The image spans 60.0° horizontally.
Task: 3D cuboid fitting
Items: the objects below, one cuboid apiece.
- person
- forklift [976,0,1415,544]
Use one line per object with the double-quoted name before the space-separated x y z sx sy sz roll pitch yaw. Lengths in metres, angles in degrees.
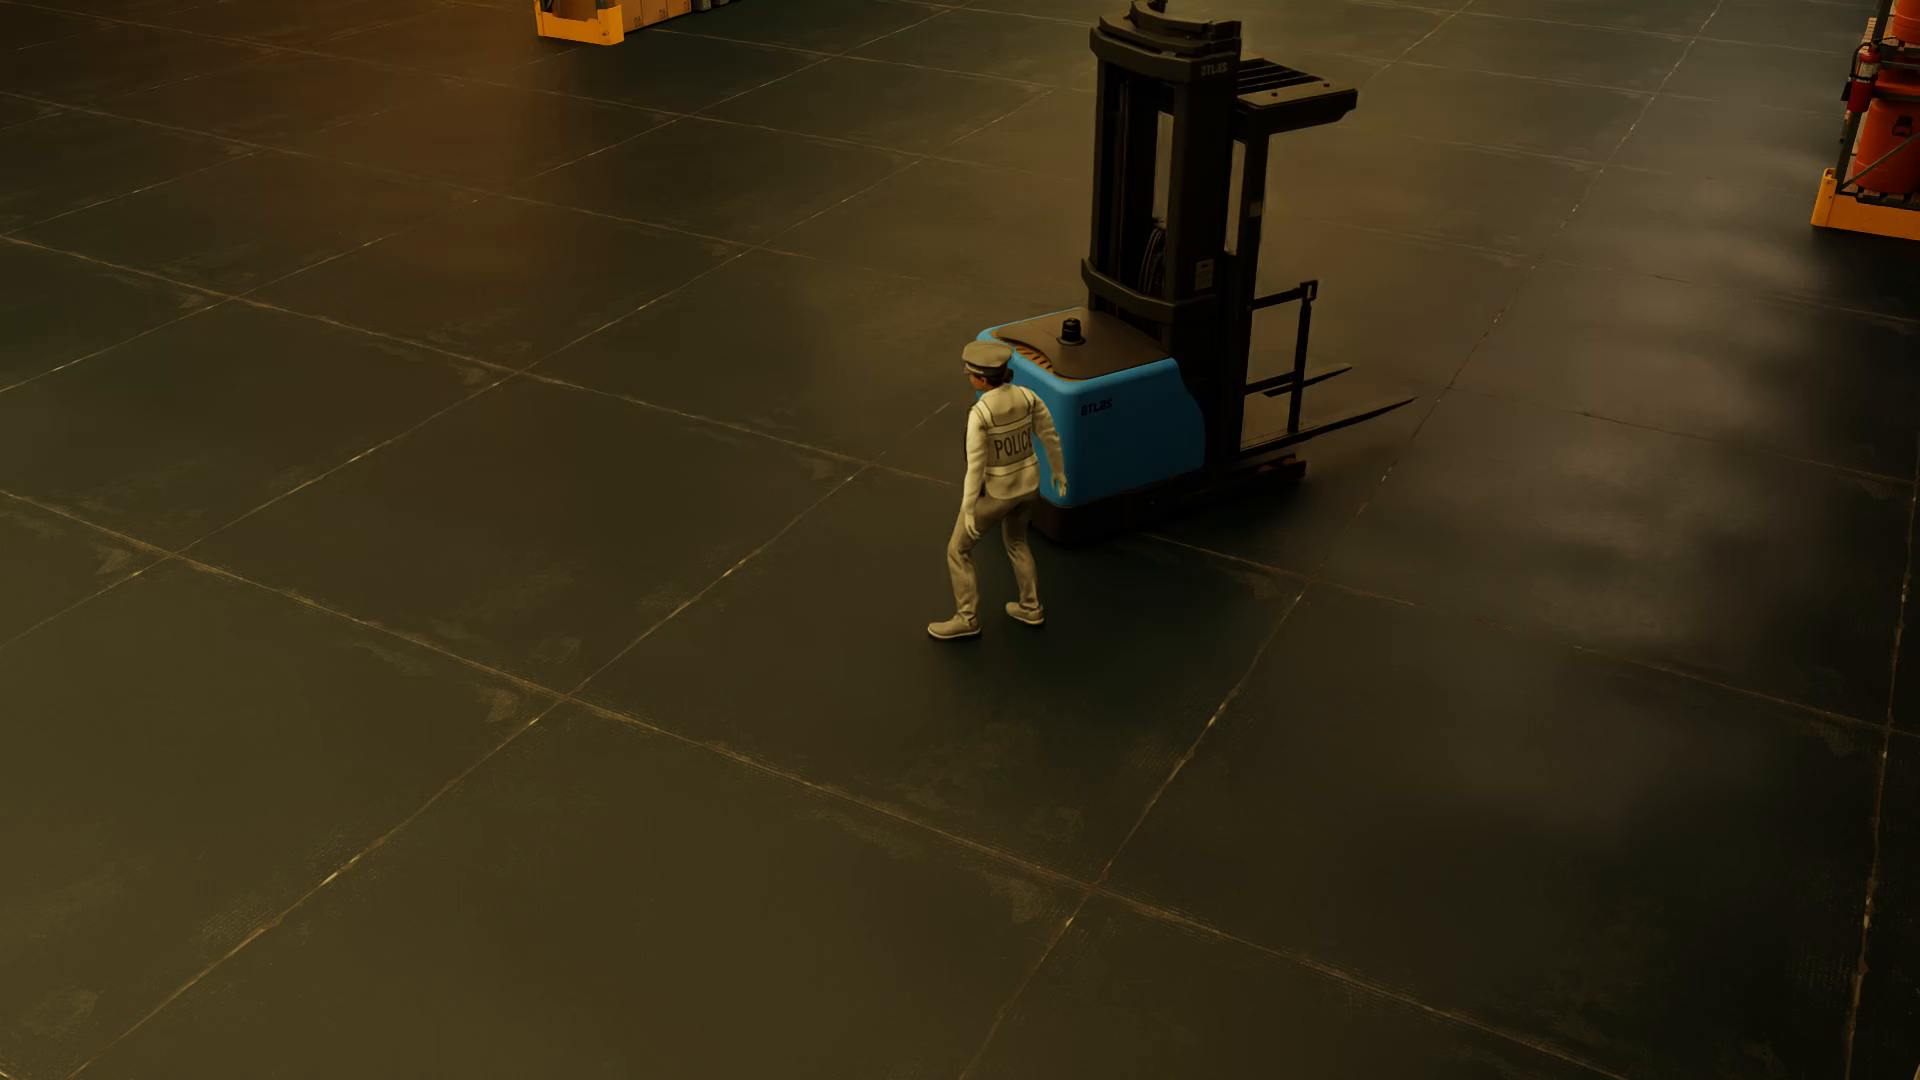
"person" 0.211 -0.252 8.833 0.803 1.639 0.408 -22 36 -32
"forklift" 1.610 -1.785 10.164 3.031 2.935 1.130 -17 34 -27
